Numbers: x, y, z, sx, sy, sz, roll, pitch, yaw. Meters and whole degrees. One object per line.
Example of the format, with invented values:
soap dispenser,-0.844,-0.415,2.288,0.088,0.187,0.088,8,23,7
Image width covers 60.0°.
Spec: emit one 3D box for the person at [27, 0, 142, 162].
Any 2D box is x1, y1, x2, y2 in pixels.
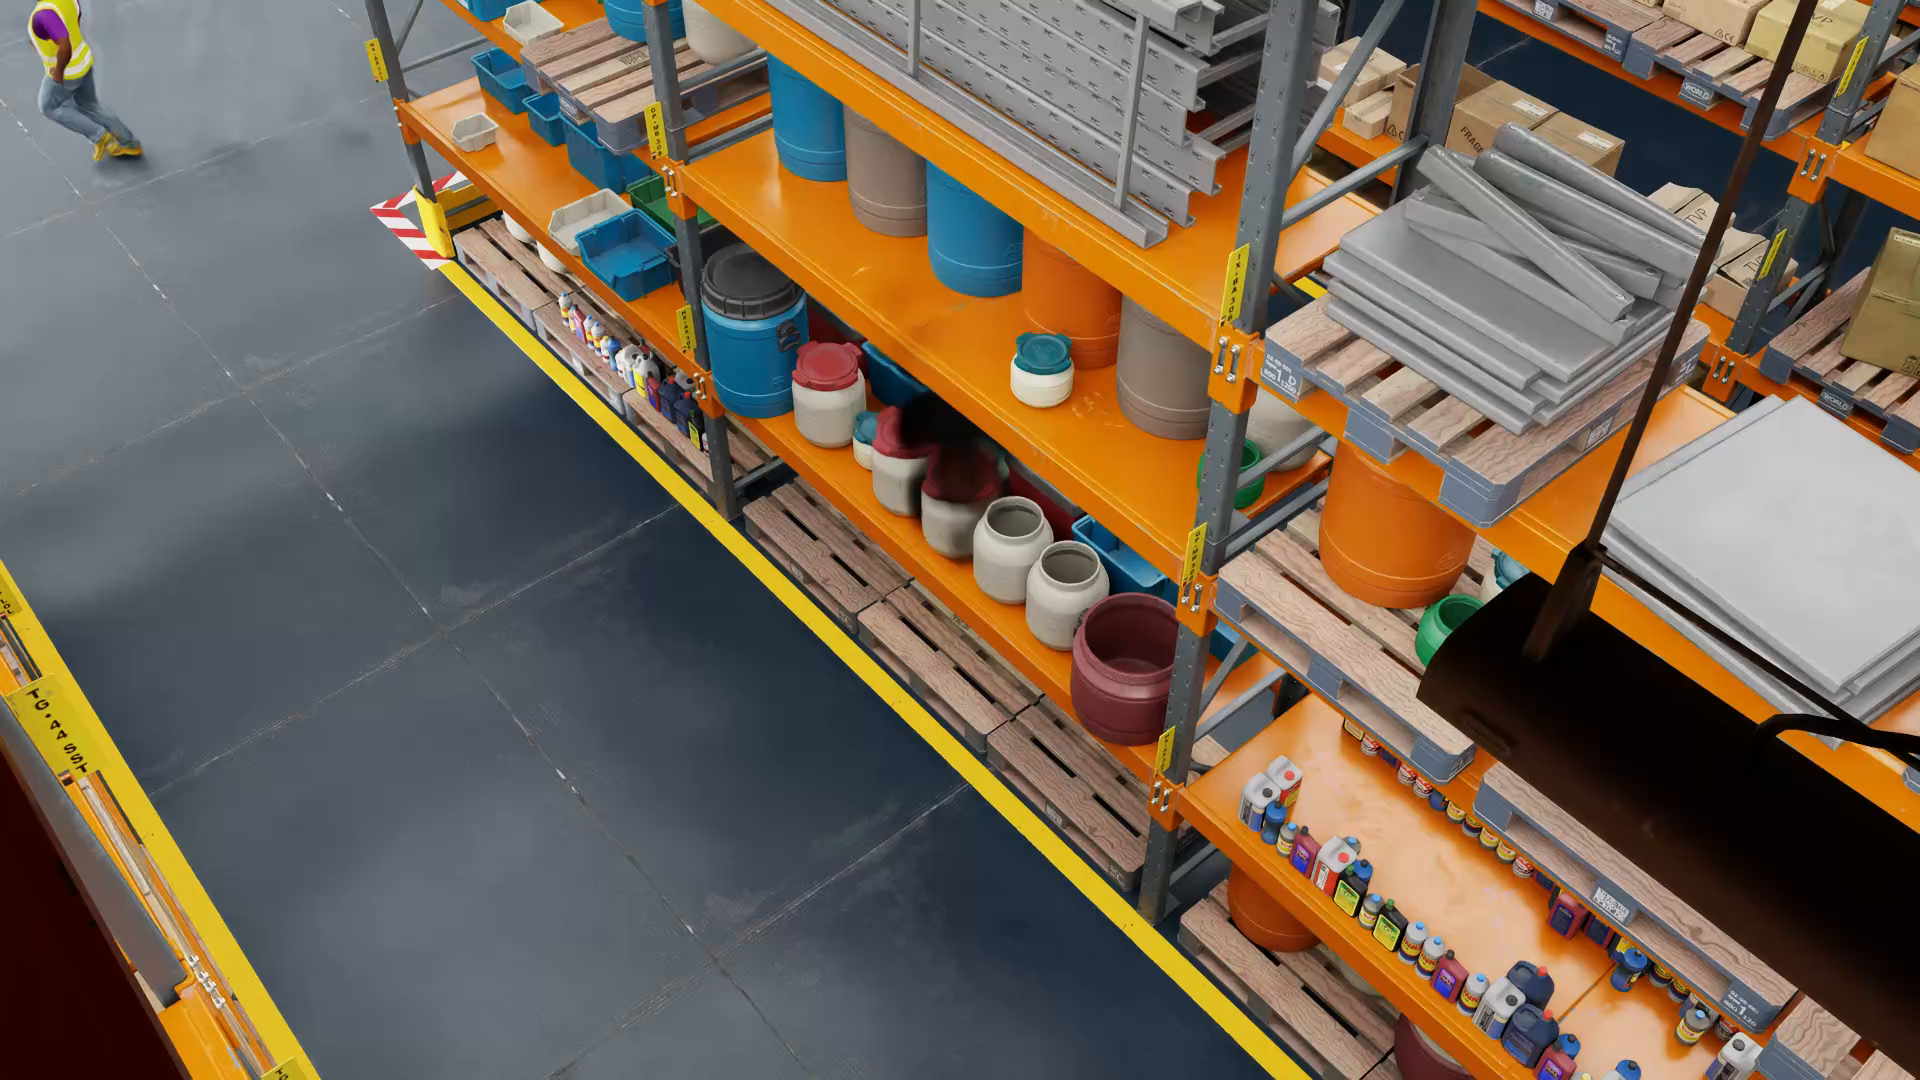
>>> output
person,-7.217,-3.828,13.418,0.633,1.725,0.712,0,46,0
